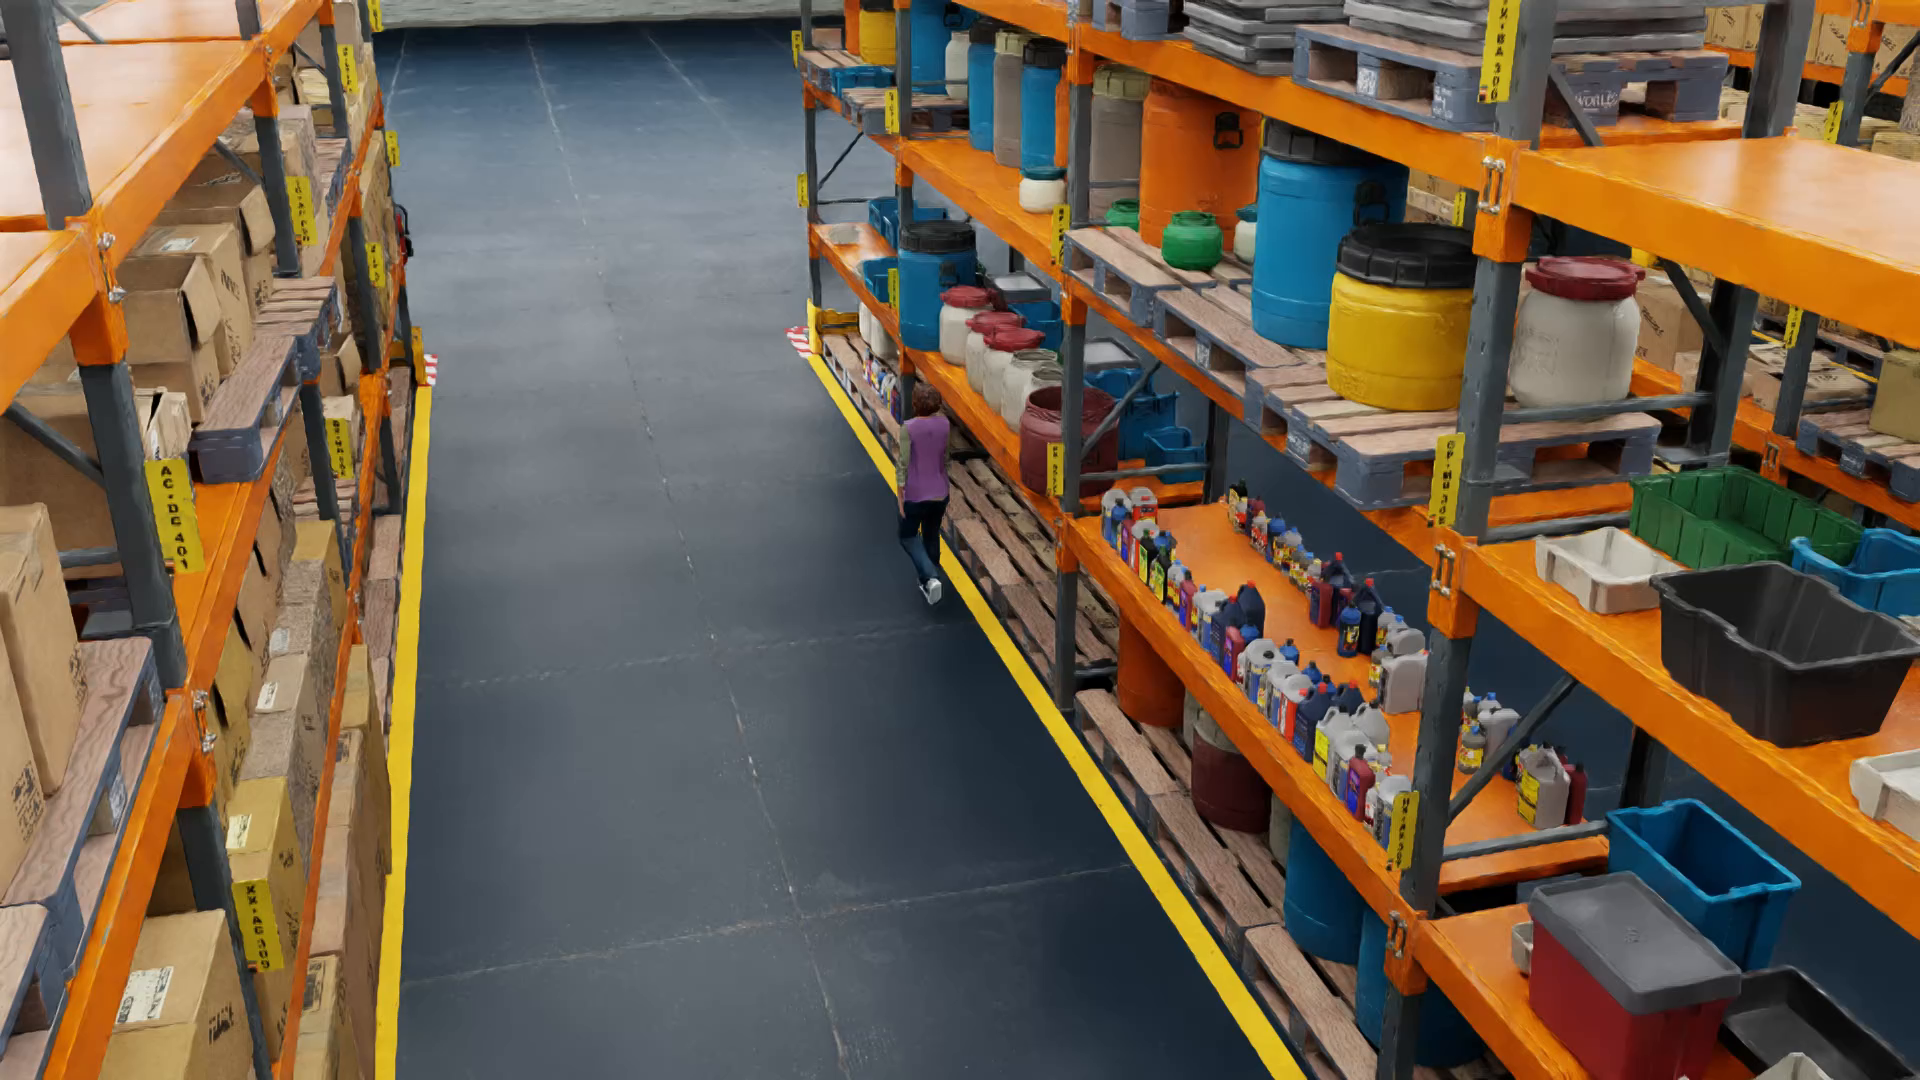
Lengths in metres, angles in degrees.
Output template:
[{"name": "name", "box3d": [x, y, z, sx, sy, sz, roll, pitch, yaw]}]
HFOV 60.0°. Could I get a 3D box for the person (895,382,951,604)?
[{"name": "person", "box3d": [-0.227, -0.286, 11.270, 0.421, 1.579, 0.619, -11, 26, -24]}]
